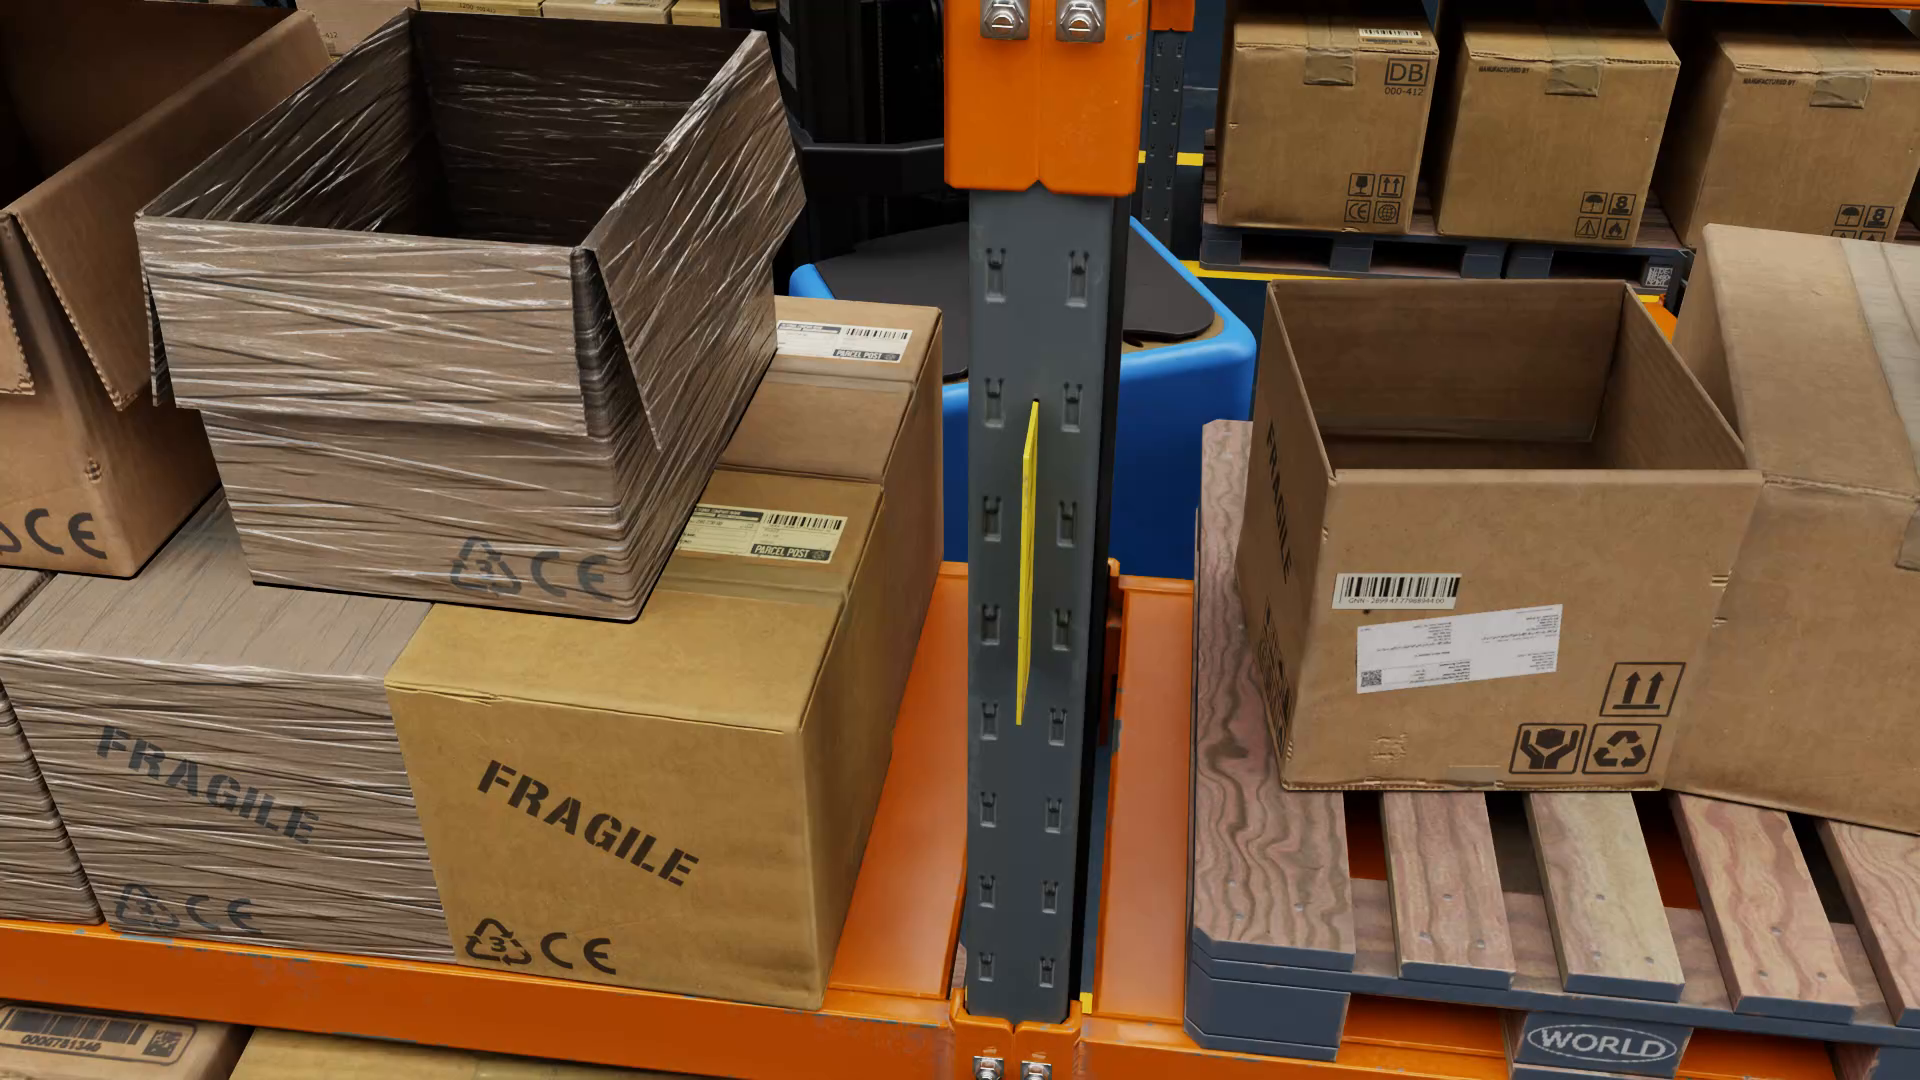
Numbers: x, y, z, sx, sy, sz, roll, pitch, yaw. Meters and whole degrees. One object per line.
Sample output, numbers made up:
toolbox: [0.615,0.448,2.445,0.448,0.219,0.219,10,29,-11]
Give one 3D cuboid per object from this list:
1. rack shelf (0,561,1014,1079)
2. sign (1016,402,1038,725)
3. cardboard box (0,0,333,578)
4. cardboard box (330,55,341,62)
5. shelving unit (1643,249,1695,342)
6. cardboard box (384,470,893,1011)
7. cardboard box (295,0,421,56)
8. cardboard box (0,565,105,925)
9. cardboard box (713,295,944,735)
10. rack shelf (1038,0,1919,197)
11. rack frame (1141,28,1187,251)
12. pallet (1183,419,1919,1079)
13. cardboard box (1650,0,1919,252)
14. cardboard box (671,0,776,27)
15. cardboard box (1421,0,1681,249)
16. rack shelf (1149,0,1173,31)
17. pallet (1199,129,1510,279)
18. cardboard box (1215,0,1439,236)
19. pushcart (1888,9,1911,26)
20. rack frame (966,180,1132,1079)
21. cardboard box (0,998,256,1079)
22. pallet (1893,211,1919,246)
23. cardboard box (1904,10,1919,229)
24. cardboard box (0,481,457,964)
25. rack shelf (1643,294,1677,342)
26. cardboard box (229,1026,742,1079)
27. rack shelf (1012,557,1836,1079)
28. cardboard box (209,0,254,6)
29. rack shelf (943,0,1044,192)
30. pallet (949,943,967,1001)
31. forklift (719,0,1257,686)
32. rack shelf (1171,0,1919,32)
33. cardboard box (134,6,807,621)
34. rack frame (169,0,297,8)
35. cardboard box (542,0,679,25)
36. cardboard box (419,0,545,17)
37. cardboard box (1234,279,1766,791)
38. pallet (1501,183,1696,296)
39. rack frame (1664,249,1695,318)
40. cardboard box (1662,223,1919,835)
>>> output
rack shelf: [-1.851,0.325,2.832,4.000,0.370,1.077,4,36,6]
sign: [0.066,0.028,1.631,0.005,0.325,0.100,4,36,6]
cardboard box: [-1.236,-0.383,2.254,0.637,0.503,0.797,5,36,7]
cardboard box: [-2.403,-1.913,7.138,0.500,0.500,0.500,6,36,8]
shelving unit: [1.455,-0.110,4.436,1.048,1.125,0.538,-6,36,-9]
cardboard box: [-0.388,0.245,2.238,0.500,0.500,0.500,5,36,7]
cardboard box: [-2.403,-2.219,6.921,0.500,0.250,0.500,3,36,4]
cardboard box: [-1.397,0.168,2.346,0.500,0.500,0.500,3,36,4]
cardboard box: [-0.314,-0.054,2.657,0.500,0.500,0.500,5,36,7]
rack shelf: [2.117,-0.600,1.546,4.000,0.370,1.077,4,36,6]
rack frame: [0.865,-2.671,6.410,0.127,3.000,1.000,4,36,6]
pallet: [0.854,0.249,2.484,1.003,0.211,1.213,4,36,6]
cardboard box: [3.249,-1.698,6.622,0.750,0.750,1.050,4,36,6]
cardboard box: [-0.851,-2.107,6.765,0.500,0.250,0.500,5,36,7]
cardboard box: [2.325,-1.766,6.718,0.750,0.750,1.050,5,36,7]
rack shelf: [-1.119,-2.526,6.826,4.000,0.370,1.077,4,36,6]
pallet: [1.638,-1.434,7.078,1.213,0.211,1.003,4,36,6]
cardboard box: [1.458,-1.829,6.806,0.750,0.750,1.050,4,36,5]
pushcart: [5.122,-2.850,8.918,0.936,0.377,1.648,-7,36,-10]
rack frame: [0.133,0.180,2.416,0.127,3.000,1.000,4,36,6]
cardboard box: [-1.432,0.740,3.098,0.875,0.875,1.225,4,36,6]
pallet: [4.058,-1.253,6.825,1.213,0.211,1.003,4,36,6]
cardboard box: [4.205,-1.624,6.519,0.750,0.750,1.050,4,36,6]
cardboard box: [-0.882,0.205,2.295,0.500,0.500,0.500,4,36,6]
rack shelf: [1.455,-0.348,4.266,1.000,0.278,0.538,-6,36,-9]
cardboard box: [-0.549,0.811,3.000,0.875,0.875,1.225,3,36,4]
rack shelf: [2.117,0.620,2.418,4.000,0.370,1.077,4,36,6]
cardboard box: [-3.418,-2.364,7.561,0.250,0.149,0.380,6,36,8]
rack shelf: [-1.851,-0.896,1.961,4.000,0.370,1.077,4,36,6]
pallet: [-0.639,1.213,3.369,1.213,0.211,1.003,4,36,6]
forklift: [-0.208,-1.537,4.881,1.130,2.935,3.031,-12,37,-16]
rack shelf: [2.849,-2.230,6.412,4.000,0.370,1.077,4,36,6]
cardboard box: [-0.590,-0.333,2.185,0.637,0.503,0.797,5,36,8]
rack frame: [-3.102,-2.967,6.825,0.127,3.000,1.000,4,36,6]
cardboard box: [-1.369,-2.140,6.811,0.500,0.250,0.500,6,36,8]
cardboard box: [-1.874,-2.181,6.868,0.500,0.250,0.500,5,36,7]
cardboard box: [0.674,-0.015,2.241,0.500,0.500,0.500,0,36,0]
pallet: [2.844,-1.342,6.949,1.213,0.211,1.003,4,36,6]
rack frame: [1.954,-0.166,4.514,0.032,1.125,0.500,-6,36,-9]
cardboard box: [1.240,-0.031,2.264,0.500,0.500,0.700,9,37,13]
